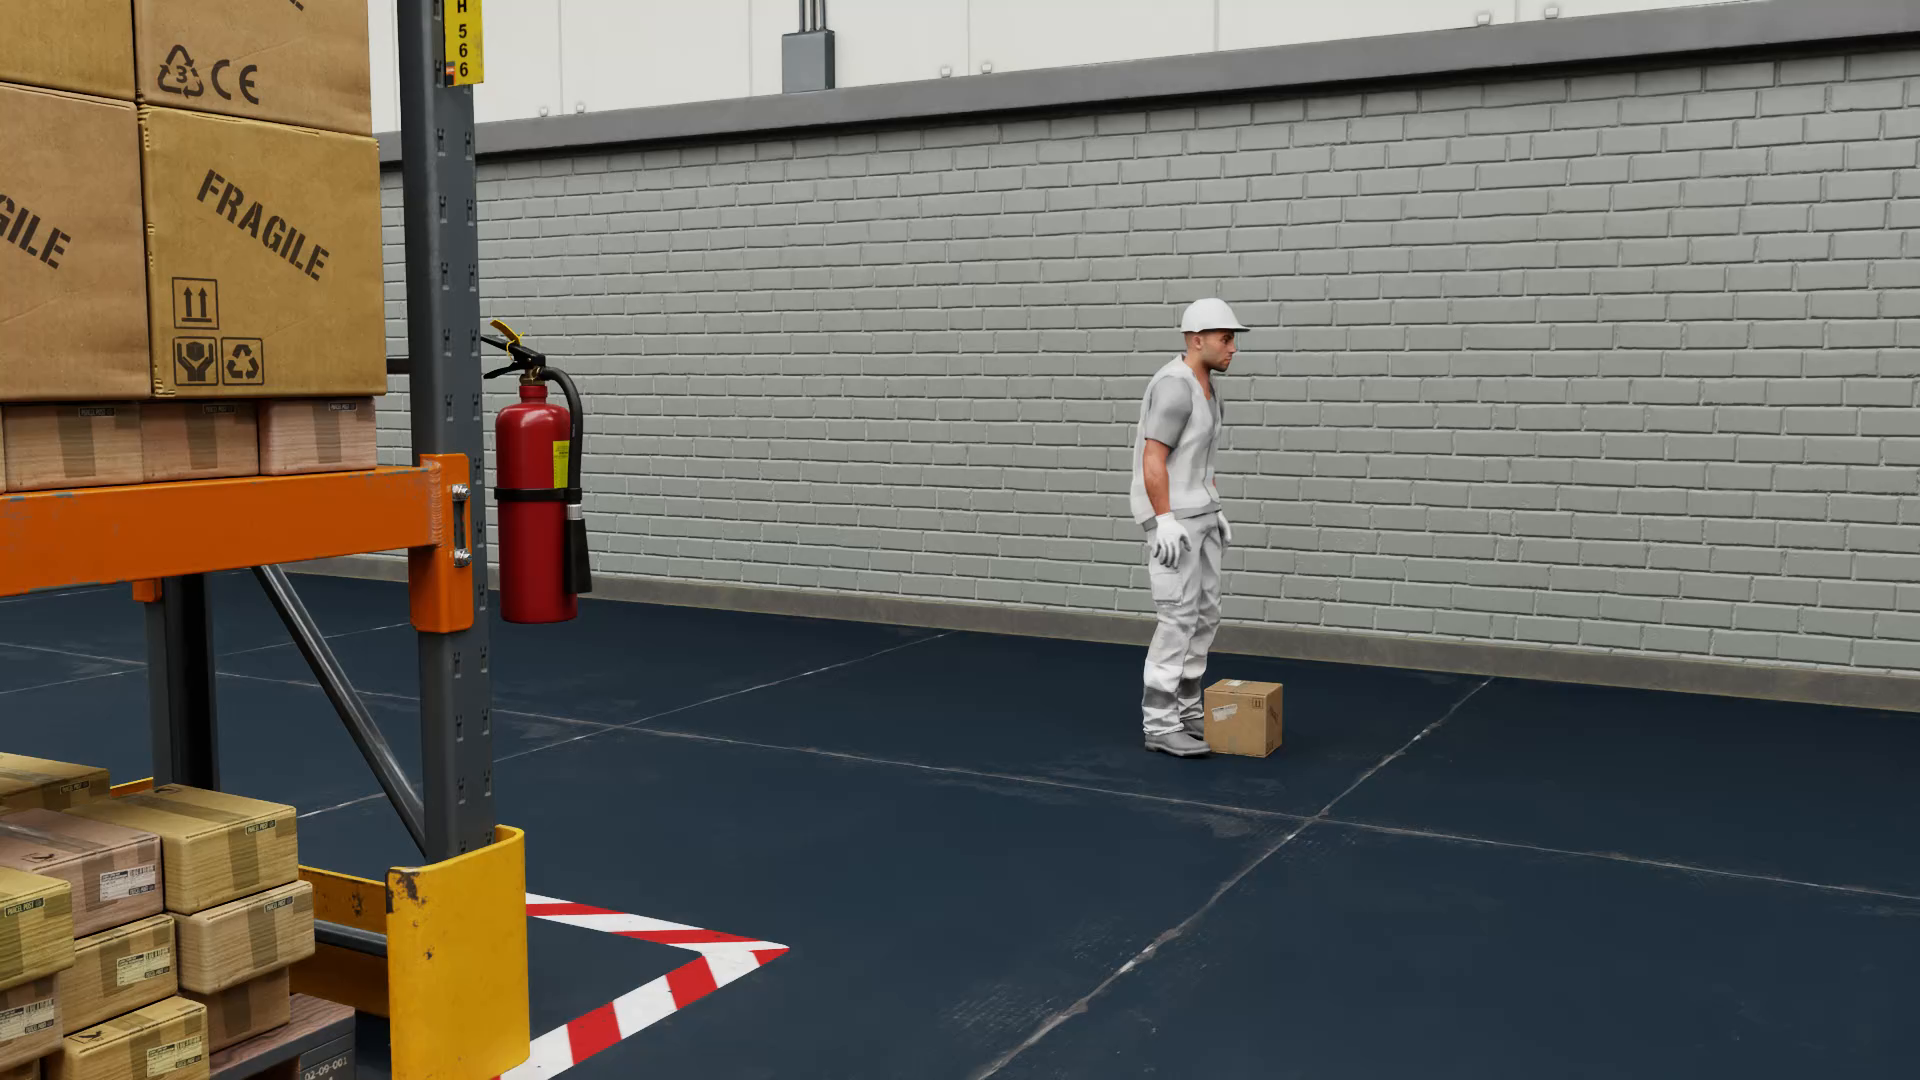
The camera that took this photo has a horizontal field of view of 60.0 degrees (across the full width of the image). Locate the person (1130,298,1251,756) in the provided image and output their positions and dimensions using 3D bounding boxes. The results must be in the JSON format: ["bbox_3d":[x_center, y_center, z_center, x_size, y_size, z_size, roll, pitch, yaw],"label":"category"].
[{"bbox_3d":[0.917,-0.064,6.623,0.451,1.779,0.608,3,7,29],"label":"person"}]
